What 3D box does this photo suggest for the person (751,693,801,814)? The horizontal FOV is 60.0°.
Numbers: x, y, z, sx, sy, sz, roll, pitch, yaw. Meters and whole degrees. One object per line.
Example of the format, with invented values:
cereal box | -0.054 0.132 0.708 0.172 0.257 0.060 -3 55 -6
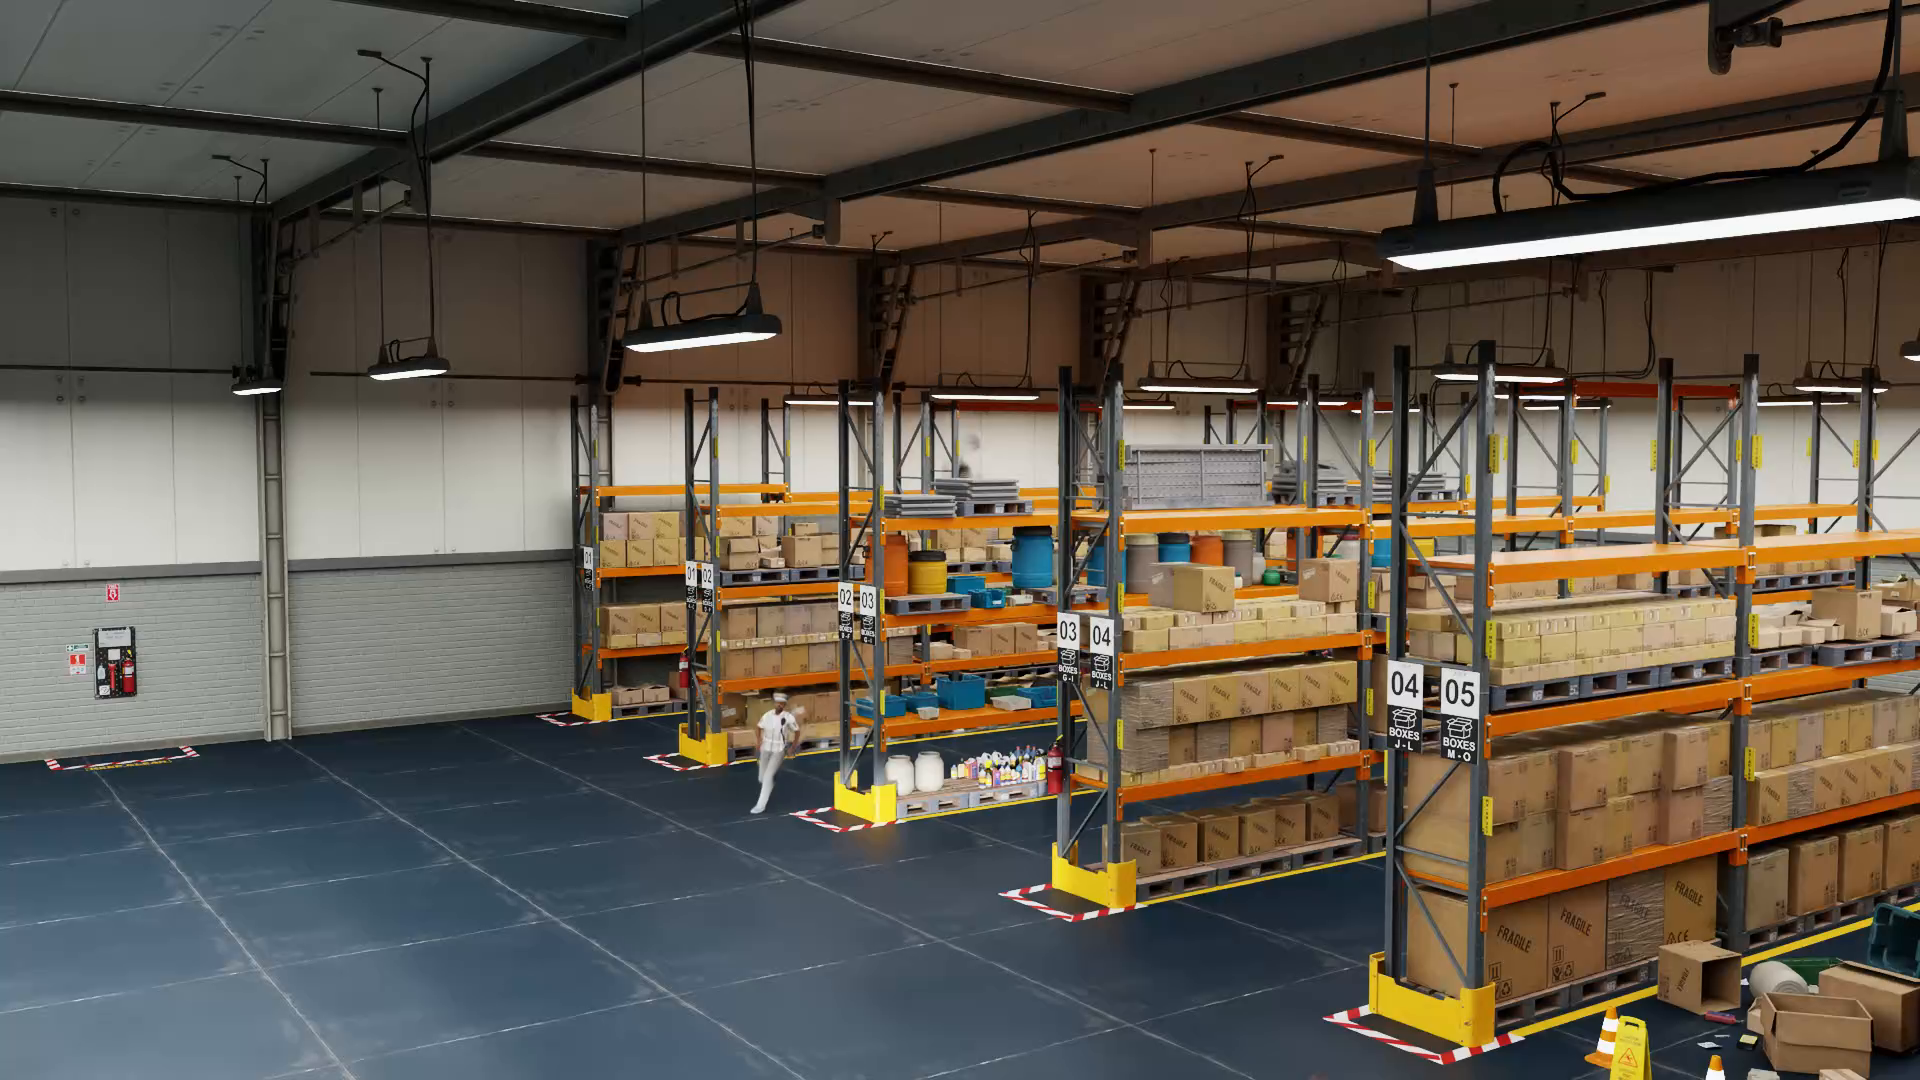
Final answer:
person | -2.568 2.943 23.231 0.637 1.645 0.801 1 4 12
